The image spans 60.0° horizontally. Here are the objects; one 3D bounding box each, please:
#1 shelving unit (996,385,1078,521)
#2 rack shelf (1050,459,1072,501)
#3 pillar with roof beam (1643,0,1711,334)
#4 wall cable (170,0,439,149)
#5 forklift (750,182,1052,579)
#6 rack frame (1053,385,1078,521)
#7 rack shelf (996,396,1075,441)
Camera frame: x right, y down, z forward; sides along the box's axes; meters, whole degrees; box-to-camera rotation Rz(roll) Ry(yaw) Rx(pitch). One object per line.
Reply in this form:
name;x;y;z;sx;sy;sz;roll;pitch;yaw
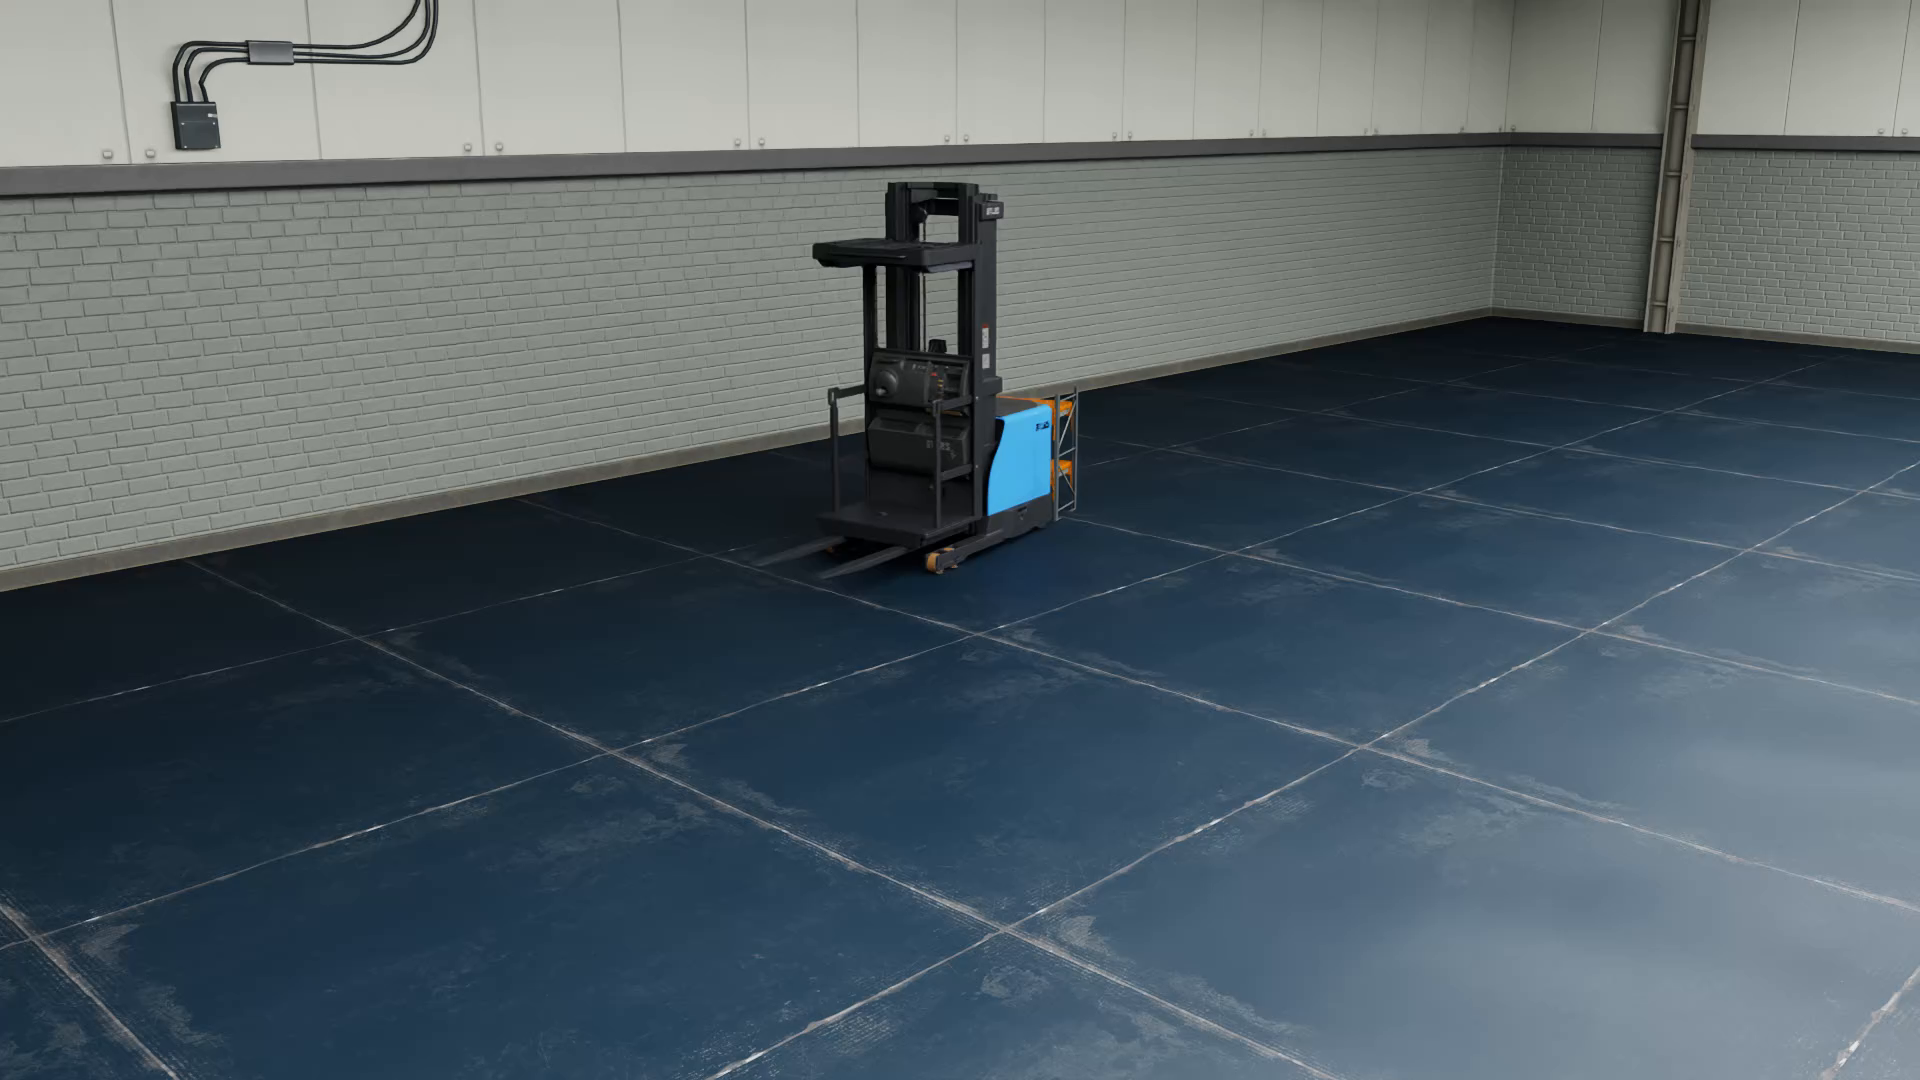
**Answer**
shelving unit;0.470;-0.821;14.853;1.048;1.125;0.538;7;16;24
rack shelf;0.470;-0.585;14.915;1.000;0.278;0.538;7;16;24
pillar with roof beam;8.286;-6.930;22.682;0.400;9.000;9.100;14;20;42
wall cable;-5.193;-6.116;12.811;0.169;6.003;2.305;14;20;42
forklift;-0.443;-1.289;13.067;1.130;2.935;3.031;9;17;32
rack frame;0.933;-0.768;14.650;0.032;1.125;0.500;7;16;24
rack shelf;0.470;-1.105;14.780;1.000;0.278;0.538;7;16;24
